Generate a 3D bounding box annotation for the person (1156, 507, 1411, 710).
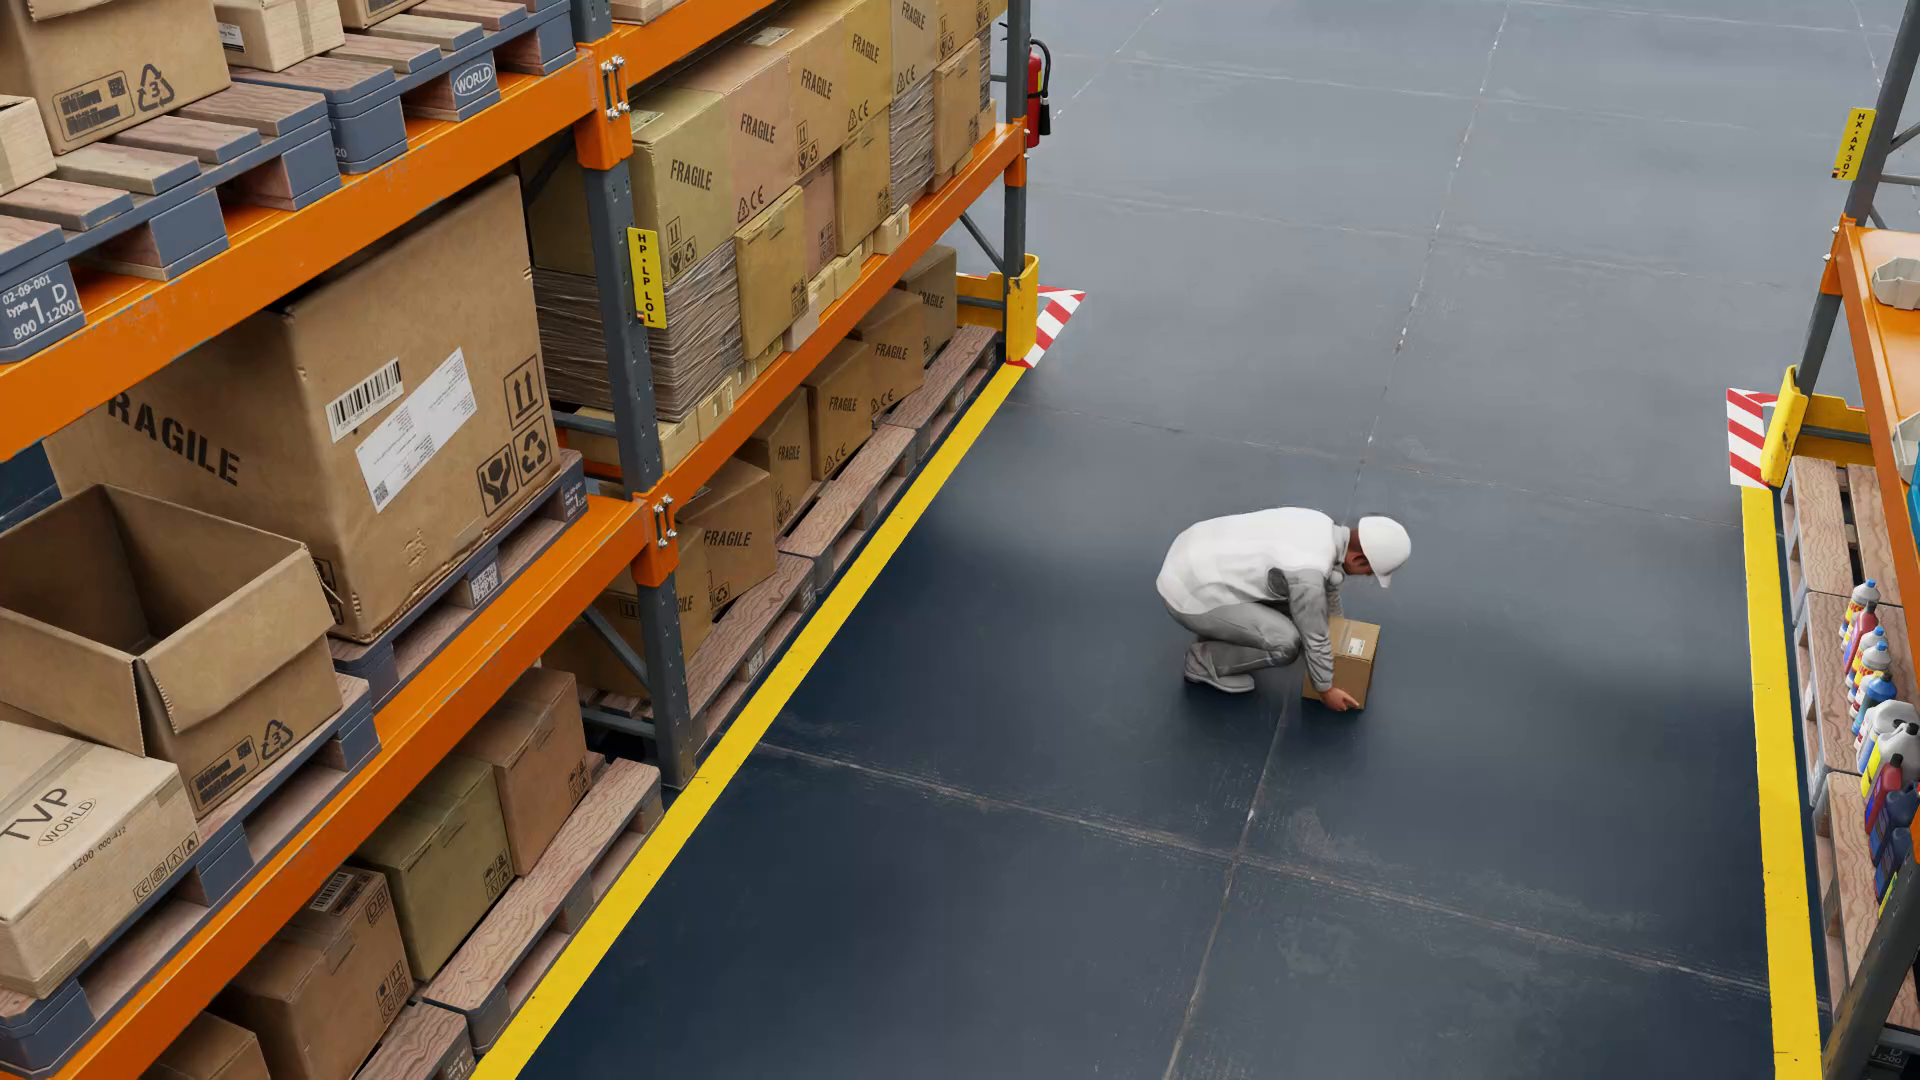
[{"bbox_3d":[1.281,0.246,6.712,0.953,0.860,0.526,11,35,16],"label":"person"}]
